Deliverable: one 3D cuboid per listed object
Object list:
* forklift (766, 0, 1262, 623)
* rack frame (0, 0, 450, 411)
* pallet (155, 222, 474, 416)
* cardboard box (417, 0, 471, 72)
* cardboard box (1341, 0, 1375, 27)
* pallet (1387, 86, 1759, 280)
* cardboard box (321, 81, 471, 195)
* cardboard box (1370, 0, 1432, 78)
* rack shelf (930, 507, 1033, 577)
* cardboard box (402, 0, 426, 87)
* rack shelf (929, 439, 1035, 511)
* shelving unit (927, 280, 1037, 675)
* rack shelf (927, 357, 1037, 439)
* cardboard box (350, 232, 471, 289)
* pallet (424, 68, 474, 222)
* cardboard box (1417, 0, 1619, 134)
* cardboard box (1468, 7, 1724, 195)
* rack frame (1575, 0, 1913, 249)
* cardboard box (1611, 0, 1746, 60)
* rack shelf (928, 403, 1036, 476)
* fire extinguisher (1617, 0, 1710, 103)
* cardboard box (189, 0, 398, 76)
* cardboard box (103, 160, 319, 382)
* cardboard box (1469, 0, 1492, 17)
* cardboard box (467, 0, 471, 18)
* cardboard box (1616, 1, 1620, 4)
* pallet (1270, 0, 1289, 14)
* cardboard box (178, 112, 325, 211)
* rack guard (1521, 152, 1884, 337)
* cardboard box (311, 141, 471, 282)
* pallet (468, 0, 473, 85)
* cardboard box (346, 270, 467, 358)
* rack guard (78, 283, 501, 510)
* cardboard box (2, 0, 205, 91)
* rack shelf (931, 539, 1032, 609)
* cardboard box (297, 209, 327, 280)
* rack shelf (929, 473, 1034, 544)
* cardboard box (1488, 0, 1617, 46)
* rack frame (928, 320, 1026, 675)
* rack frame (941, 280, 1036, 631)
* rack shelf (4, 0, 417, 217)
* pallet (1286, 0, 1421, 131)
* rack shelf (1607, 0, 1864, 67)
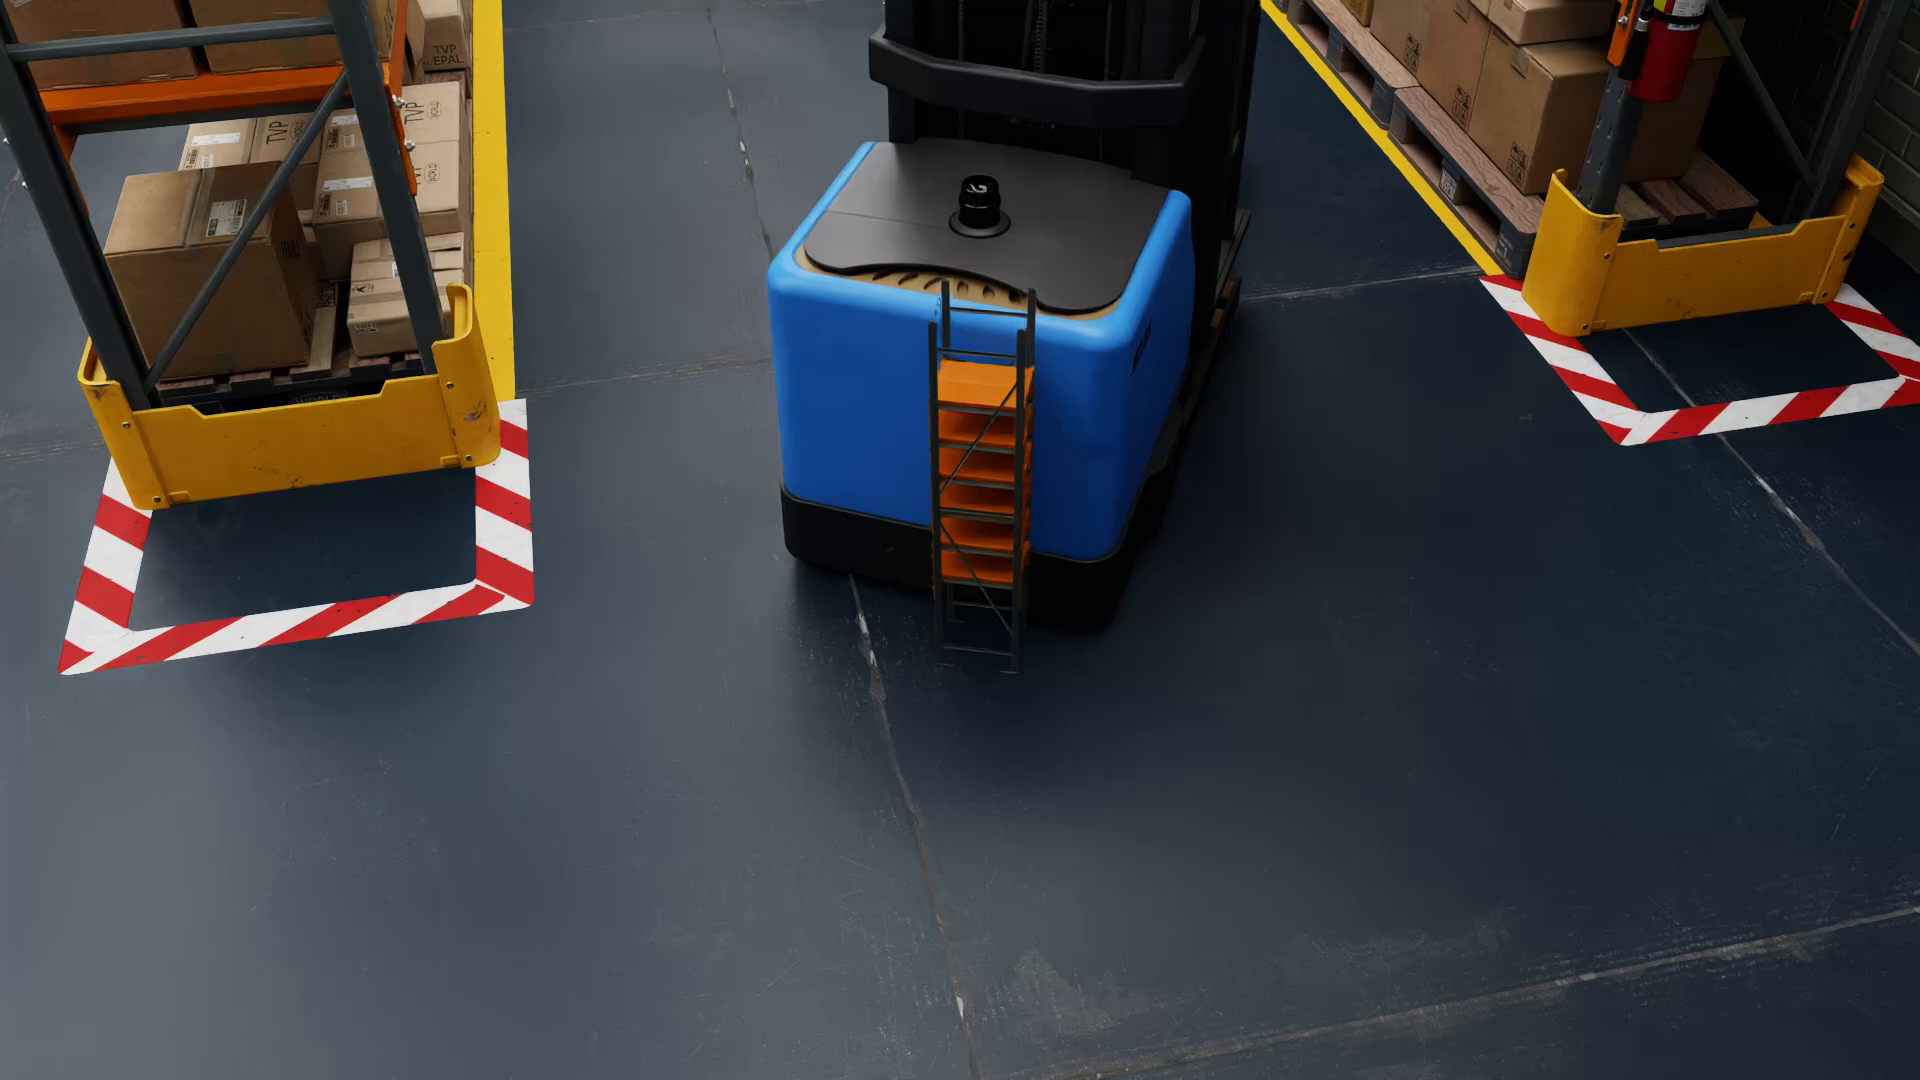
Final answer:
[{"bbox_3d":[0.401,-1.844,5.120,1.130,2.935,3.031,12,43,13],"label":"forklift"},{"bbox_3d":[-2.121,-1.355,4.517,1.000,3.000,0.127,-8,42,-9],"label":"rack frame"},{"bbox_3d":[-2.311,-0.878,6.080,1.003,0.211,1.213,-8,42,-9],"label":"pallet"},{"bbox_3d":[-2.423,-2.292,7.266,0.500,0.311,0.500,-8,42,-9],"label":"cardboard box"},{"bbox_3d":[2.126,-2.723,7.625,0.700,0.500,0.500,-7,42,-8],"label":"cardboard box"},{"bbox_3d":[2.466,-1.531,6.816,1.003,0.211,1.213,-8,42,-9],"label":"pallet"},{"bbox_3d":[-2.178,-1.532,6.456,0.500,0.250,0.500,-8,42,-9],"label":"cardboard box"},{"bbox_3d":[2.249,-2.379,7.237,0.700,0.500,0.500,-10,42,-11],"label":"cardboard box"},{"bbox_3d":[0.062,-0.009,4.602,0.258,0.103,0.180,6,42,8],"label":"rack shelf"},{"bbox_3d":[-2.574,-1.961,6.749,0.797,0.503,0.637,-8,42,-9],"label":"cardboard box"},{"bbox_3d":[0.060,-0.188,4.442,0.258,0.103,0.180,6,42,8],"label":"rack shelf"},{"bbox_3d":[0.061,-0.131,4.492,0.258,1.200,0.189,6,42,8],"label":"shelving unit"},{"bbox_3d":[0.058,-0.367,4.282,0.258,0.103,0.180,6,42,8],"label":"rack shelf"},{"bbox_3d":[-1.930,-0.942,5.855,0.380,0.166,0.250,-8,42,-9],"label":"cardboard box"},{"bbox_3d":[-2.571,-1.667,6.969,1.003,0.211,1.213,-8,42,-9],"label":"pallet"},{"bbox_3d":[2.358,-2.053,6.870,0.700,0.500,0.500,-8,42,-9],"label":"cardboard box"},{"bbox_3d":[2.466,-1.729,6.504,0.700,0.500,0.500,-8,42,-9],"label":"cardboard box"},{"bbox_3d":[2.715,-2.067,5.319,1.000,3.000,0.127,-8,42,-9],"label":"rack frame"},{"bbox_3d":[2.688,-1.919,6.230,0.380,0.149,0.250,-8,42,-9],"label":"cardboard box"},{"bbox_3d":[0.059,-0.277,4.362,0.258,0.103,0.180,6,42,8],"label":"rack shelf"},{"bbox_3d":[2.297,-1.735,5.284,0.296,0.674,0.183,-8,42,-9],"label":"fire extinguisher"},{"bbox_3d":[-1.960,-1.718,4.850,0.500,0.500,0.500,-8,42,-8],"label":"cardboard box"},{"bbox_3d":[-2.479,-0.902,5.558,0.500,0.500,0.500,-8,42,-9],"label":"cardboard box"},{"bbox_3d":[2.204,-2.194,6.540,0.380,0.149,0.250,-7,42,-8],"label":"cardboard box"},{"bbox_3d":[-2.445,-2.483,7.604,0.380,0.149,0.250,-8,42,-9],"label":"cardboard box"},{"bbox_3d":[2.578,-2.247,6.600,0.380,0.149,0.250,-8,42,-9],"label":"cardboard box"},{"bbox_3d":[1.939,-3.113,8.598,1.003,0.211,1.213,-8,42,-9],"label":"pallet"},{"bbox_3d":[-2.655,-1.428,6.339,0.500,0.250,0.500,-8,42,-9],"label":"cardboard box"},{"bbox_3d":[2.720,-1.117,6.131,1.175,0.500,0.348,-8,42,-9],"label":"rack guard"},{"bbox_3d":[-2.070,-1.208,6.091,0.500,0.250,0.500,-8,42,-9],"label":"cardboard box"},{"bbox_3d":[-2.837,-2.459,7.862,1.003,0.211,1.213,-8,42,-9],"label":"pallet"},{"bbox_3d":[-1.876,-0.774,5.678,0.380,0.149,0.250,-8,42,-9],"label":"cardboard box"},{"bbox_3d":[-2.138,-0.469,5.402,1.175,0.500,0.348,-8,42,-9],"label":"rack guard"},{"bbox_3d":[-2.484,-1.643,4.767,0.500,0.500,0.500,-7,42,-8],"label":"cardboard box"},{"bbox_3d":[0.063,0.081,4.681,0.258,0.103,0.180,6,42,8],"label":"rack shelf"},{"bbox_3d":[-2.479,-1.052,5.979,0.380,0.166,0.250,-8,42,-9],"label":"cardboard box"},{"bbox_3d":[0.061,-0.098,4.522,0.258,0.103,0.180,6,42,8],"label":"rack shelf"},{"bbox_3d":[2.260,-2.028,6.353,0.380,0.149,0.250,-9,42,-10],"label":"cardboard box"},{"bbox_3d":[0.045,-0.071,4.425,0.240,1.200,0.006,6,42,8],"label":"rack frame"},{"bbox_3d":[0.076,-0.192,4.559,0.240,1.200,0.006,6,42,8],"label":"rack frame"},{"bbox_3d":[-2.553,-2.382,6.216,1.077,0.370,4.000,-8,42,-9],"label":"rack shelf"},{"bbox_3d":[2.206,-2.320,7.705,1.003,0.211,1.213,-8,42,-9],"label":"pallet"},{"bbox_3d":[2.283,-3.094,7.018,1.077,0.370,4.000,-8,42,-9],"label":"rack shelf"}]
